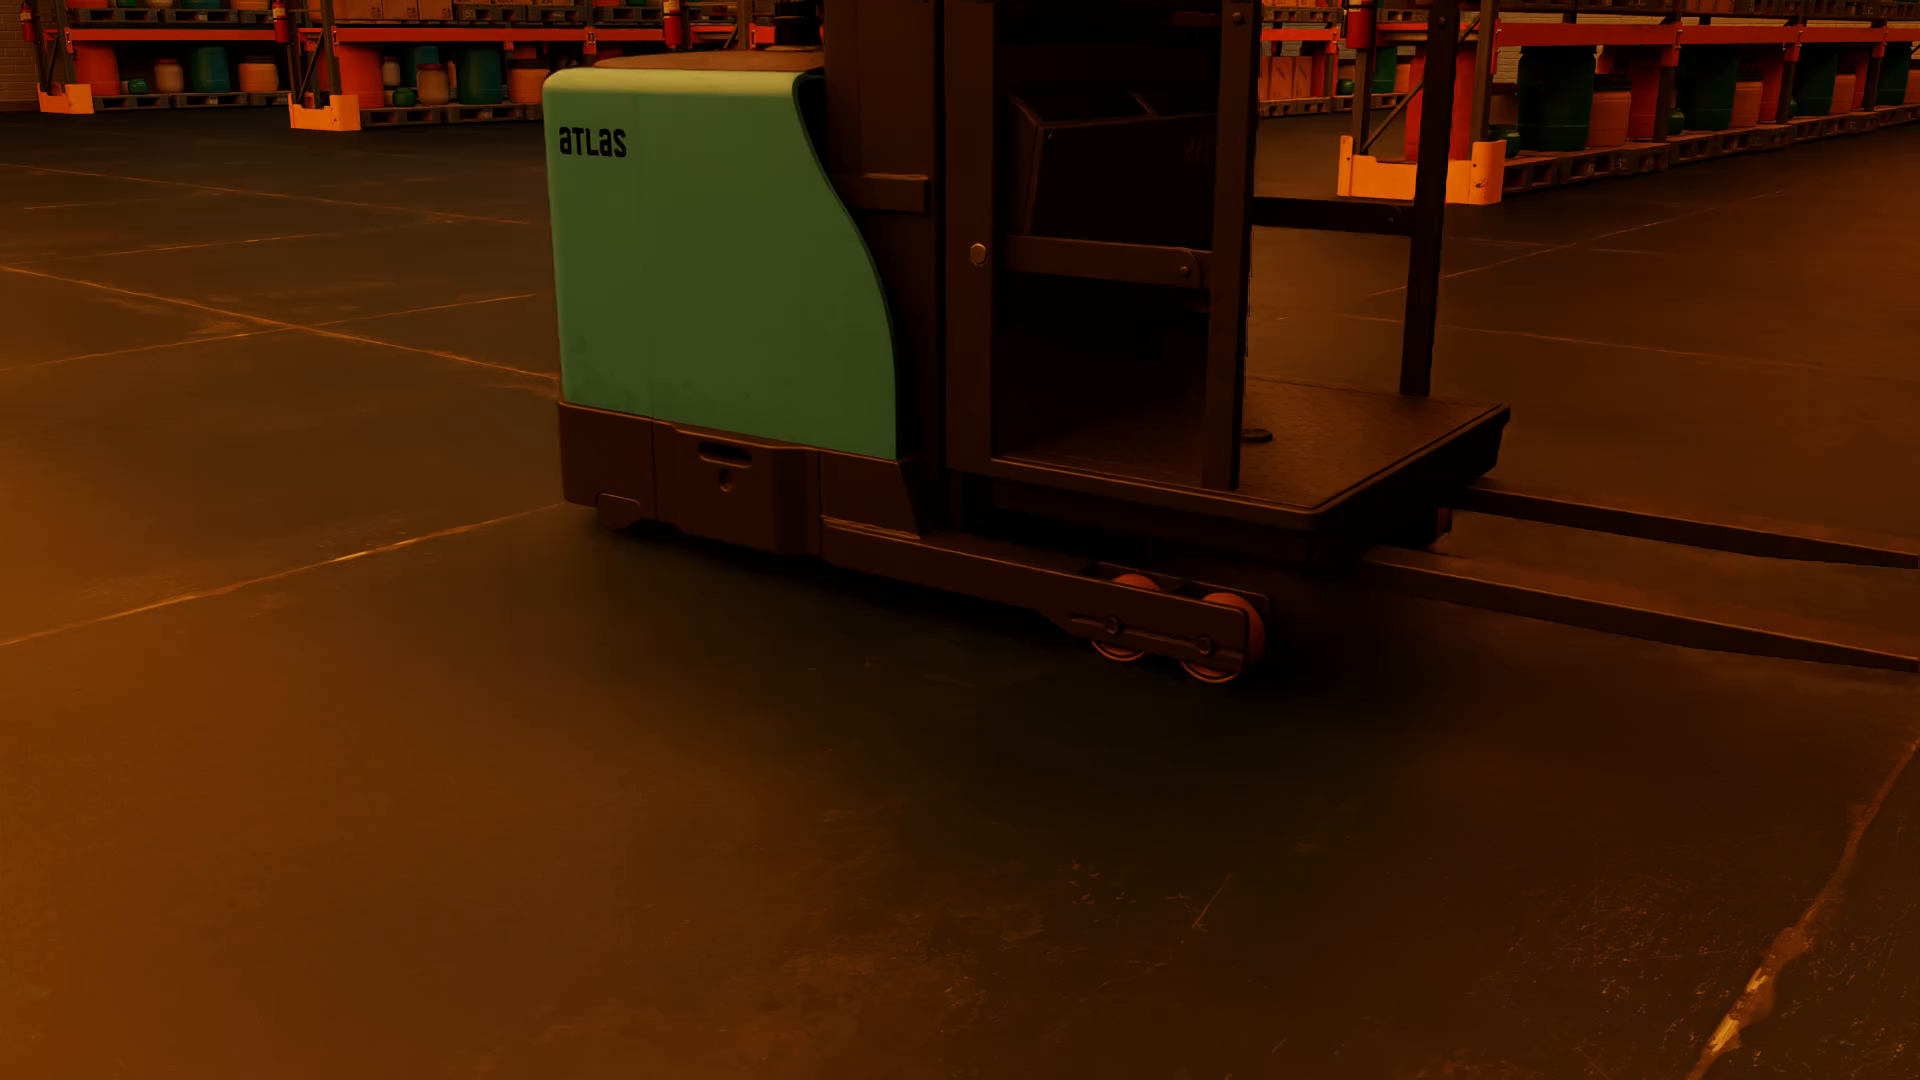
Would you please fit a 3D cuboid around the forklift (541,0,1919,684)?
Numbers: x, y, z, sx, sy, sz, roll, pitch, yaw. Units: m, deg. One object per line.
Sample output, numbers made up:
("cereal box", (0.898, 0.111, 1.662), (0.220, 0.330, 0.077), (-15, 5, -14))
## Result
("forklift", (0.534, -1.313, 3.220), (3.031, 2.935, 1.130), (11, 20, 33))
